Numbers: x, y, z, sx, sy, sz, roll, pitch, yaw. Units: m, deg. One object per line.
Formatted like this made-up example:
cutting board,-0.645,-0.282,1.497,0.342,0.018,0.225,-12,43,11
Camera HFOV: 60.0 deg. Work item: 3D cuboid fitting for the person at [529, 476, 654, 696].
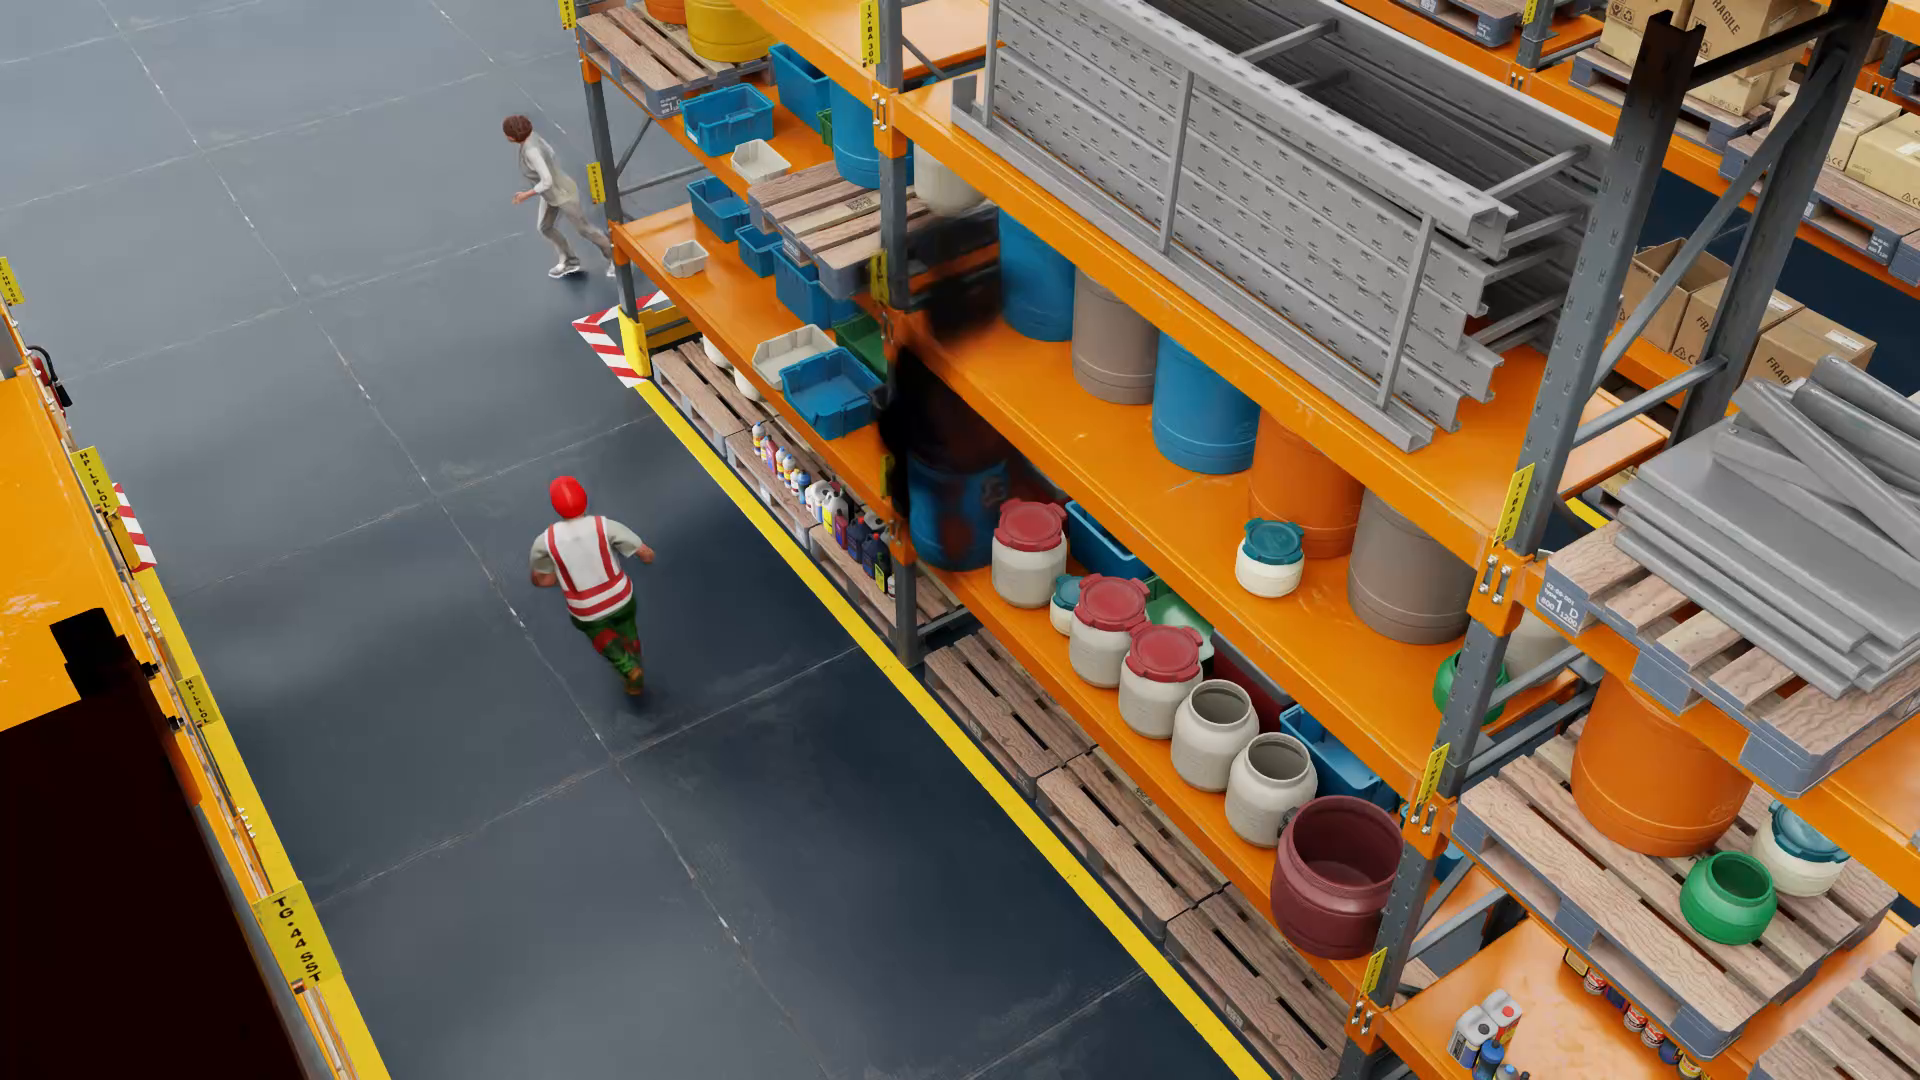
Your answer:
person,-2.200,0.337,10.185,0.763,1.684,0.552,-21,47,-21

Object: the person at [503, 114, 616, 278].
person,-3.300,-2.824,13.728,0.809,1.522,0.586,-22,47,-22
